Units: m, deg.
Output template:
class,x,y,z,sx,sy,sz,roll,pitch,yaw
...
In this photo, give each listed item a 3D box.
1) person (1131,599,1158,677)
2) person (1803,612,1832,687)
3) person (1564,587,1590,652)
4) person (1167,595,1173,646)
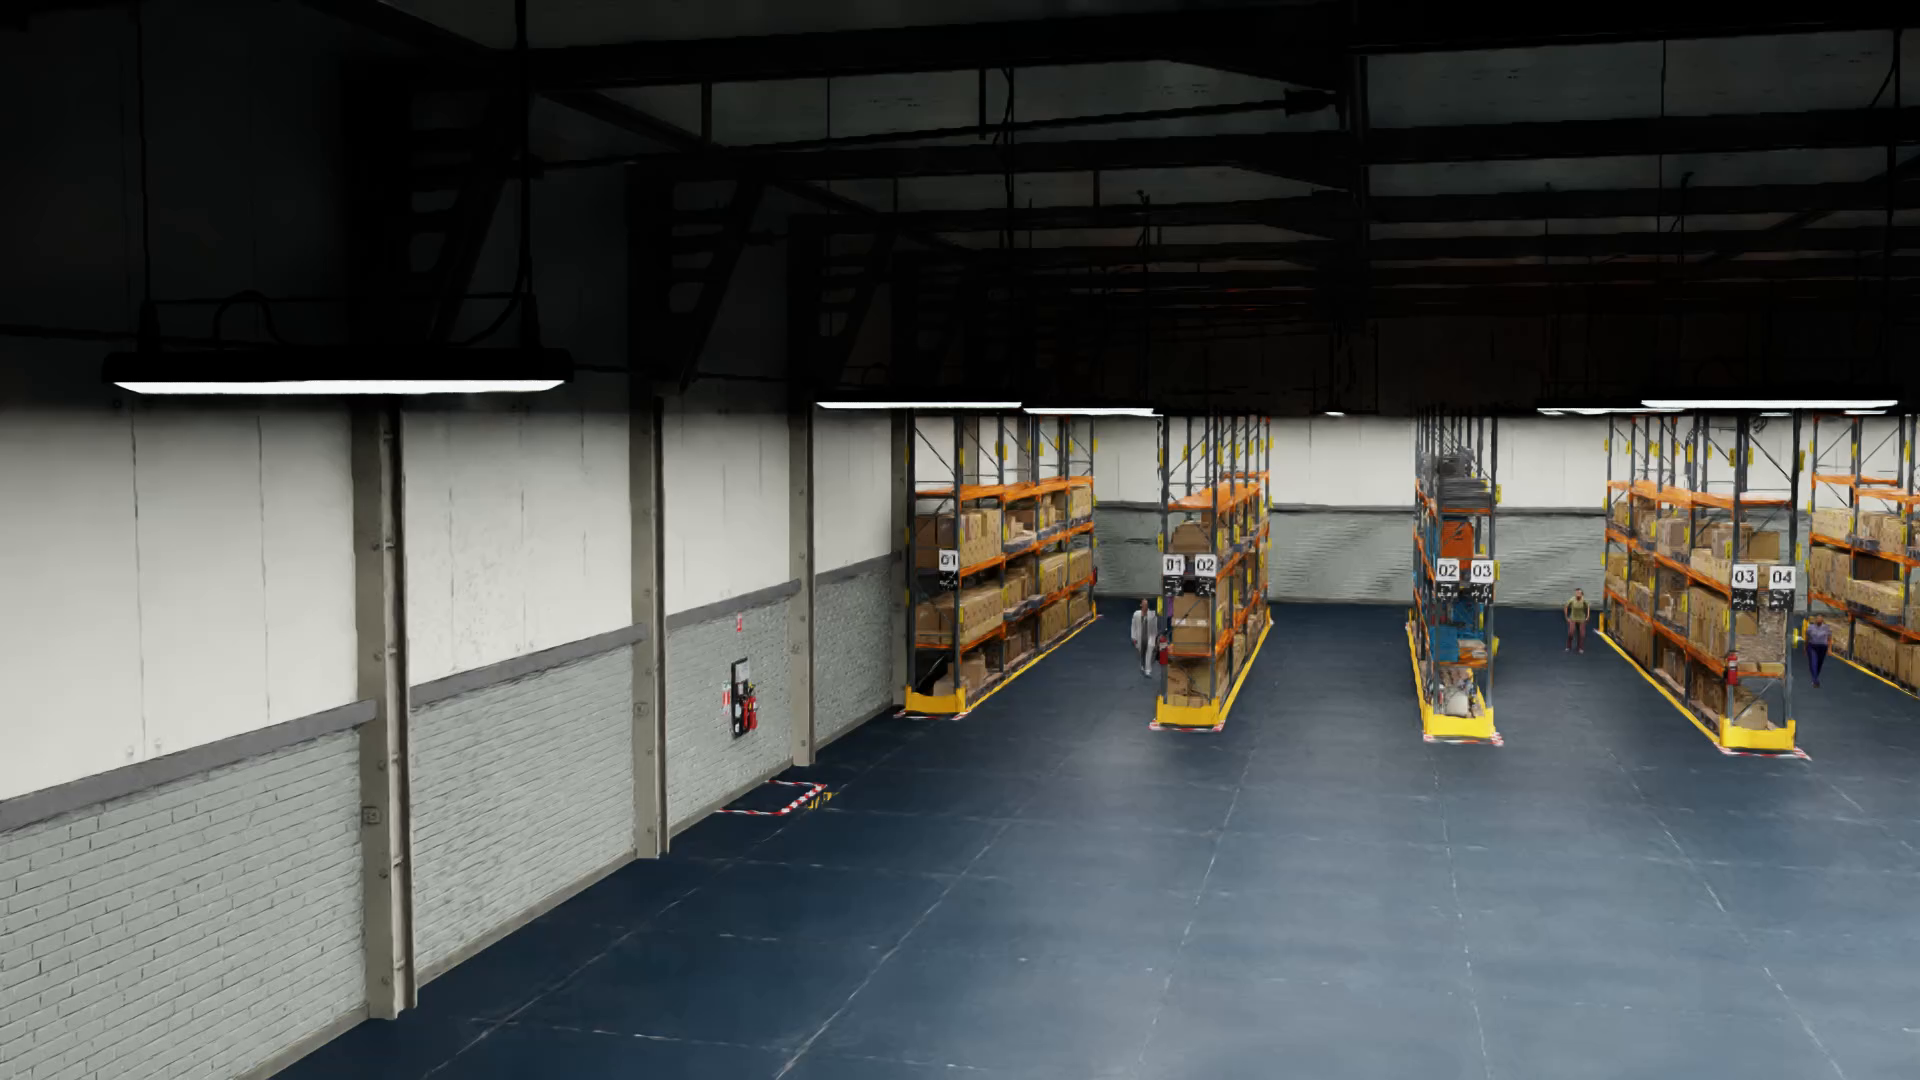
class,x,y,z,sx,sy,sz,roll,pitch,yaw
person,4.109,2.158,37.059,0.598,1.698,1.194,1,4,16
person,18.376,2.333,35.587,0.491,1.590,1.001,1,4,13
person,15.119,1.955,40.754,0.598,1.619,0.507,1,4,12
person,5.222,1.897,41.453,0.521,1.591,0.528,4,6,44
